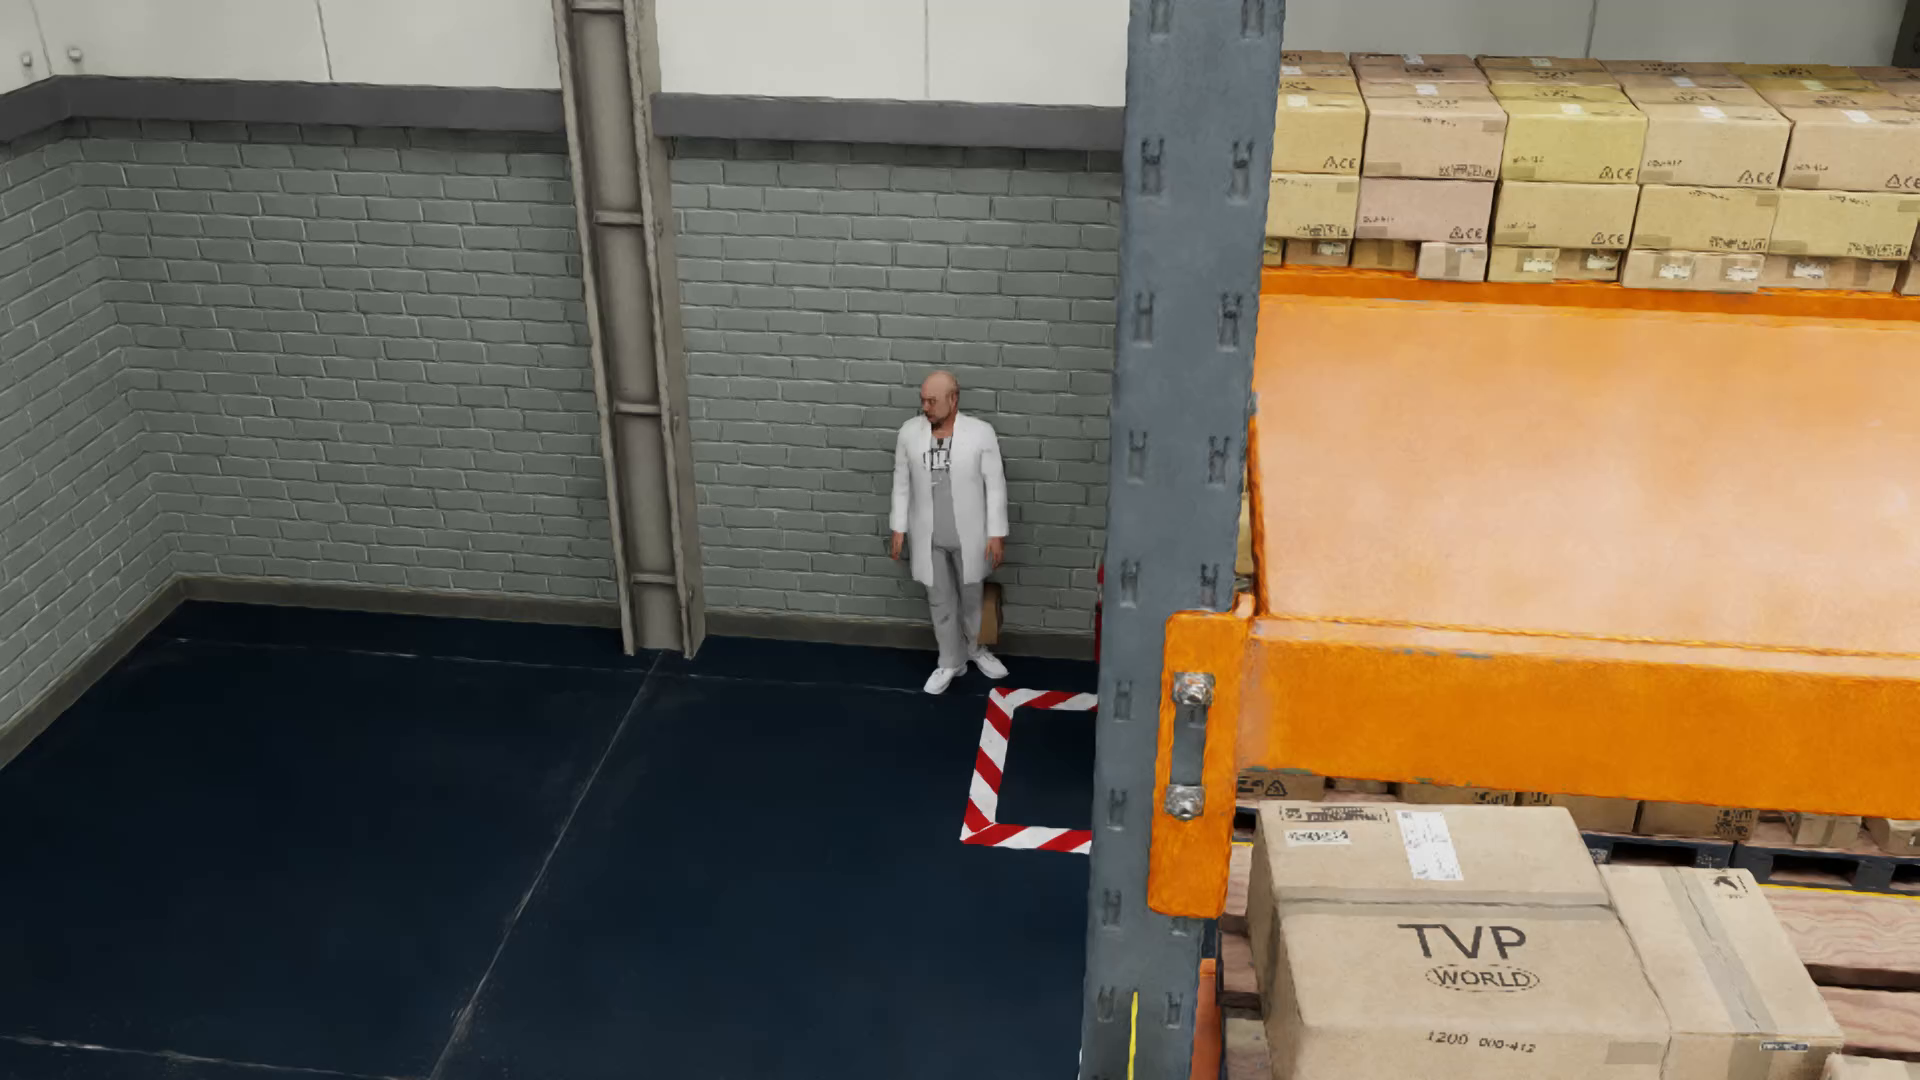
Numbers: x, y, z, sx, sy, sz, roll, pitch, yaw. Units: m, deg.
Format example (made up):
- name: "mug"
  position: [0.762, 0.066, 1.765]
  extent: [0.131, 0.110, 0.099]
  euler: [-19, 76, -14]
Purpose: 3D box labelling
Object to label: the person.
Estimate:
- name: "person"
  position: [-0.055, -0.042, 8.703]
  extent: [0.644, 1.774, 0.487]
  euler: [3, 28, 5]
